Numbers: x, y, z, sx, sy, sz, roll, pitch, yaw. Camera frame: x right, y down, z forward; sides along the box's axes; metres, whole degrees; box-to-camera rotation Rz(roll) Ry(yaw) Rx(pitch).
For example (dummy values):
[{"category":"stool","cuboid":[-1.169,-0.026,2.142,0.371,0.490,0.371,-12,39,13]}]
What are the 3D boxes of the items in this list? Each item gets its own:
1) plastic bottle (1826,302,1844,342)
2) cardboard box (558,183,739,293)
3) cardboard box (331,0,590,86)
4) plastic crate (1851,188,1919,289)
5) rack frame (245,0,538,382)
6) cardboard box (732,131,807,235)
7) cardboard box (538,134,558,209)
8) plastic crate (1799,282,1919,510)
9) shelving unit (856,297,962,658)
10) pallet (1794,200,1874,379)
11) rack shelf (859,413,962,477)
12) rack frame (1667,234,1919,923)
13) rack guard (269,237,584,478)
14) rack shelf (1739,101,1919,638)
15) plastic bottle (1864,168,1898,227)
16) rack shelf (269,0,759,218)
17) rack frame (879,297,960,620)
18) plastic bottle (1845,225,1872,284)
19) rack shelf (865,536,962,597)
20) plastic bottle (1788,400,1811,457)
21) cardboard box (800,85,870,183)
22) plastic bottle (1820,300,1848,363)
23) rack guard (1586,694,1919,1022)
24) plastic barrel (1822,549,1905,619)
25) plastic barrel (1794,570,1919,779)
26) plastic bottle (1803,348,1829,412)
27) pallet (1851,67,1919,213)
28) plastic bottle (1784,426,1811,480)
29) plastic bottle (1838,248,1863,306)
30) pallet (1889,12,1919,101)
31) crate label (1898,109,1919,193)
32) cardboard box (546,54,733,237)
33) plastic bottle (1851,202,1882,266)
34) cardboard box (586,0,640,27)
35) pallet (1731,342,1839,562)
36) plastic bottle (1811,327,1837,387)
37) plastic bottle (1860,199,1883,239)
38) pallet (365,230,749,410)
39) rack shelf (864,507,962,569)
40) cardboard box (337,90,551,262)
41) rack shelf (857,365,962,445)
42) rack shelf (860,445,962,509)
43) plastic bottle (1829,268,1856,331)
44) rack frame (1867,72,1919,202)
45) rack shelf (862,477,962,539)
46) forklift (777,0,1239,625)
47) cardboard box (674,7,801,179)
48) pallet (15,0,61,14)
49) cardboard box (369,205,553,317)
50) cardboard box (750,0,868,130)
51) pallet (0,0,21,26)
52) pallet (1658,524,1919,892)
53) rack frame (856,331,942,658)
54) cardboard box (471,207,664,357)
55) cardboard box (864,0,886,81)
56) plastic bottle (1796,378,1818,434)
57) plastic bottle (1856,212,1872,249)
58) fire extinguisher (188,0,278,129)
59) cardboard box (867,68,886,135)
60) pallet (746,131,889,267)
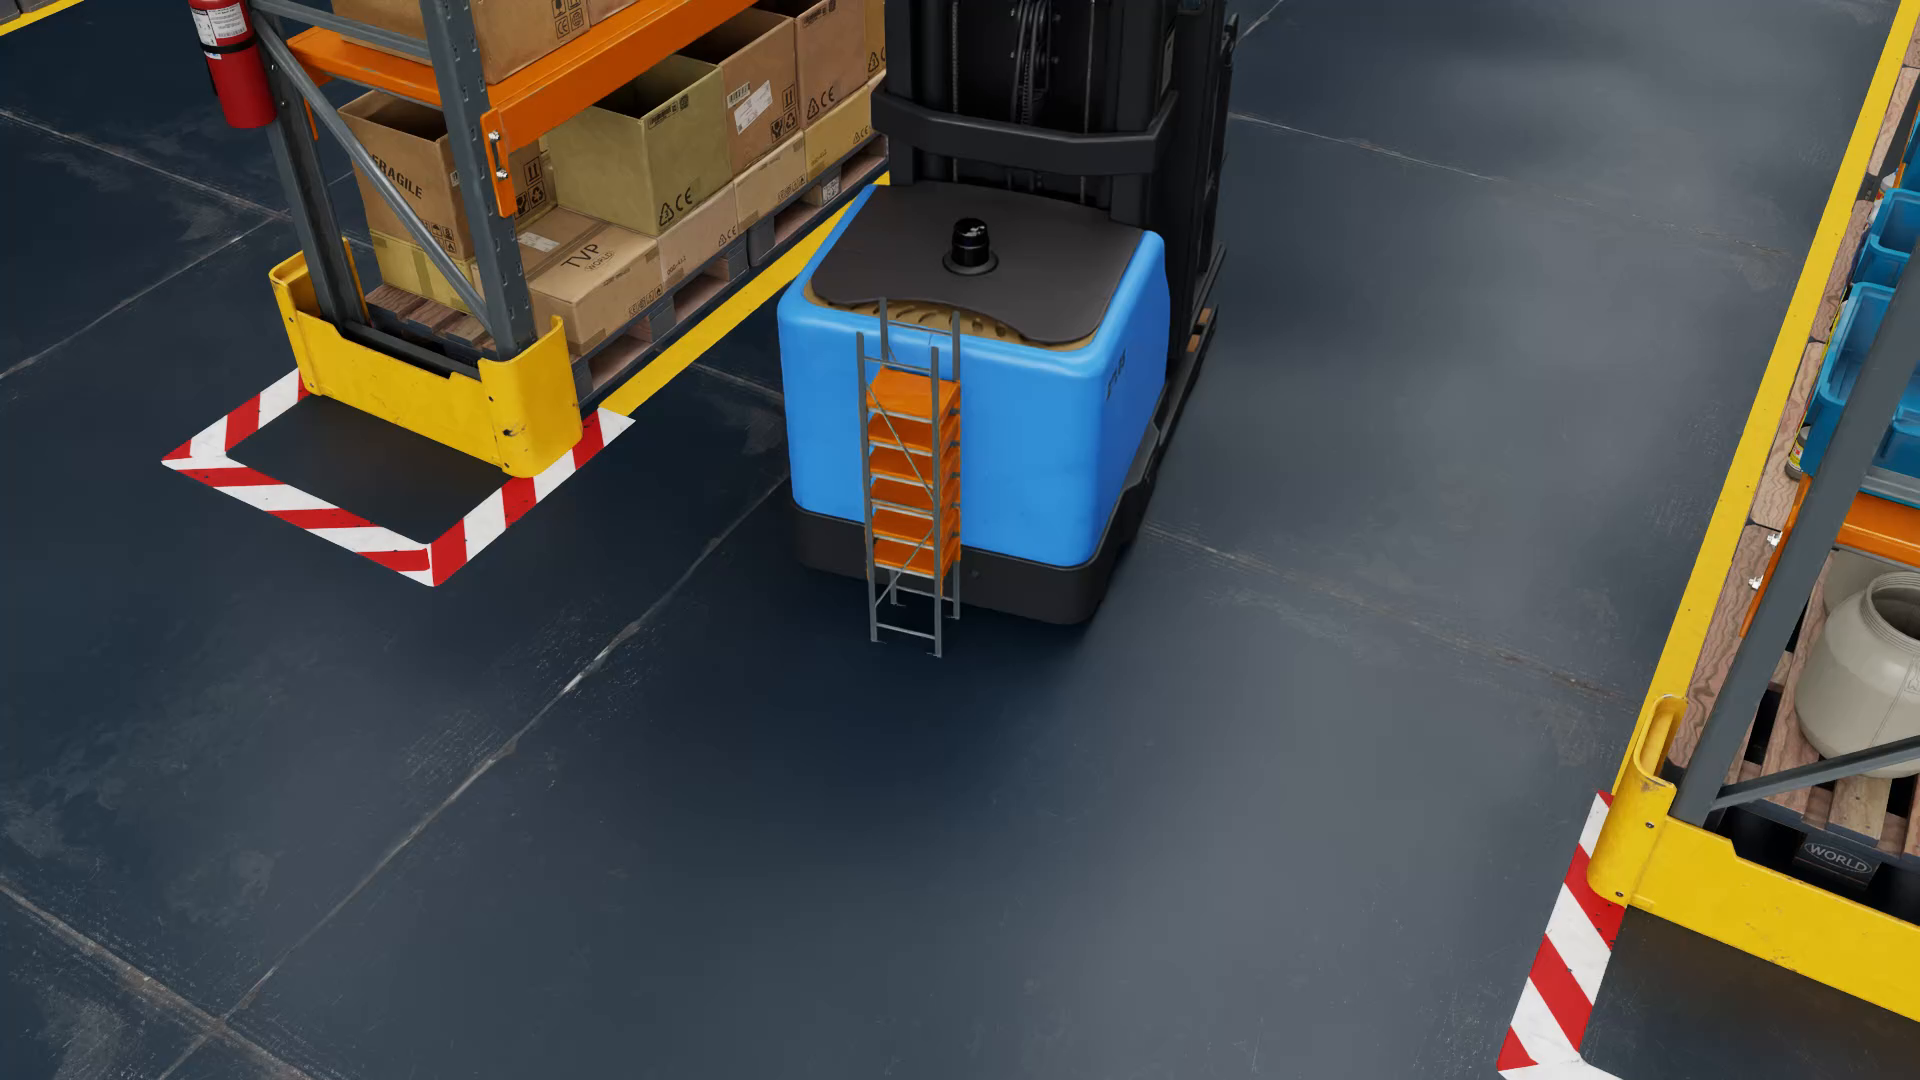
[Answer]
[{"category":"plastic bottle","cuboid":[3.311,-0.815,6.190,0.097,0.201,0.097,0,41,0]},{"category":"cardboard box","cuboid":[-1.250,-1.285,6.702,0.500,0.250,0.500,21,45,22]},{"category":"cardboard box","cuboid":[-1.713,-1.939,5.607,0.700,0.500,0.500,21,45,22]},{"category":"plastic crate","cuboid":[2.650,-0.698,4.385,0.499,0.251,0.408,21,45,22]},{"category":"rack frame","cuboid":[-1.958,-1.639,5.341,1.000,3.000,0.127,21,45,22]},{"category":"cardboard box","cuboid":[-0.999,-1.571,7.027,0.500,0.250,0.500,21,45,22]},{"category":"cardboard box","cuboid":[-1.705,-1.459,6.900,0.500,0.250,0.500,21,45,22]},{"category":"plastic crate","cuboid":[2.320,-0.328,3.965,0.499,0.251,0.616,21,45,22]},{"category":"shelving unit","cuboid":[-0.144,-0.156,5.019,0.258,1.200,0.189,12,43,14]},{"category":"pallet","cuboid":[3.959,-0.870,6.578,1.003,0.211,1.213,21,45,22]},{"category":"rack shelf","cuboid":[-0.144,-0.303,4.890,0.258,0.103,0.180,12,43,14]},{"category":"rack frame","cuboid":[2.329,0.002,3.478,1.000,3.000,0.127,21,45,22]},{"category":"rack guard","cuboid":[-1.970,-0.687,6.152,1.175,0.500,0.348,21,45,22]},{"category":"rack shelf","cuboid":[3.330,-0.873,5.016,1.077,0.370,4.000,21,45,22]},{"category":"plastic bottle","cuboid":[3.792,-1.391,6.791,0.097,0.271,0.097,0,41,0]},{"category":"rack shelf","cuboid":[-0.957,-2.513,6.878,1.077,0.370,4.000,21,45,22]},{"category":"rack frame","cuboid":[-0.115,-0.213,5.085,0.240,1.200,0.006,12,43,14]},{"category":"plastic bottle","cuboid":[3.568,-1.133,6.439,0.144,0.351,0.185,22,46,23]},{"category":"rack shelf","cuboid":[-0.144,0.057,5.207,0.258,0.103,0.180,12,43,14]},{"category":"plastic bottle","cuboid":[2.911,-0.413,5.672,0.061,0.283,0.133,22,46,23]},{"category":"cardboard box","cuboid":[-0.745,-1.855,7.350,0.500,0.250,0.500,21,45,22]},{"category":"plastic bottle","cuboid":[3.260,-0.782,6.040,0.144,0.351,0.185,21,45,22]},{"category":"rack guard","cuboid":[2.326,0.881,4.372,1.175,0.500,0.348,21,45,22]},{"category":"plastic barrel","cuboid":[2.843,0.089,4.944,0.421,0.512,0.421,0,41,0]},{"category":"plastic barrel","cuboid":[2.592,0.376,4.618,0.421,0.512,0.421,0,41,0]},{"category":"plastic bottle","cuboid":[3.088,-0.552,5.835,0.152,0.276,0.135,20,45,21]},{"category":"pallet","cuboid":[4.690,-1.703,7.524,1.003,0.211,1.213,21,45,22]},{"category":"plastic bottle","cuboid":[2.869,-0.309,5.616,0.097,0.201,0.097,0,41,0]},{"category":"plastic bottle","cuboid":[3.473,-1.025,6.316,0.144,0.351,0.185,19,45,20]},{"category":"pallet","cuboid":[5.300,-2.404,8.320,1.003,0.211,1.213,21,45,22]},{"category":"crate label","cuboid":[3.016,-1.154,4.764,0.502,0.435,0.616,21,45,22]},{"category":"cardboard box","cuboid":[-1.248,-1.566,6.454,0.500,0.500,0.500,21,45,22]},{"category":"plastic bottle","cuboid":[3.654,-1.199,6.569,0.152,0.276,0.135,23,46,24]},{"category":"cardboard box","cuboid":[-1.454,-2.241,5.950,0.700,0.500,0.500,22,46,23]},{"category":"pallet","cuboid":[3.349,-0.169,5.783,1.003,0.211,1.213,21,45,22]},{"category":"plastic bottle","cuboid":[3.167,-0.676,5.919,0.144,0.351,0.185,23,46,24]},{"category":"plastic bottle","cuboid":[3.741,-1.307,6.748,0.097,0.201,0.097,0,41,0]},{"category":"pallet","cuboid":[-1.611,-1.044,6.775,1.003,0.211,1.213,21,45,22]},{"category":"rack shelf","cuboid":[-0.144,-0.033,5.128,0.258,0.103,0.180,12,43,14]},{"category":"cardboard box","cuboid":[-1.947,-1.451,6.323,0.500,0.500,0.500,21,45,22]},{"category":"rack shelf","cuboid":[-0.144,-0.393,4.811,0.258,0.103,0.180,12,43,14]},{"category":"rack shelf","cuboid":[-0.144,-0.213,4.969,0.258,0.103,0.180,12,43,14]},{"category":"plastic bottle","cuboid":[3.354,-0.919,6.247,0.061,0.283,0.133,23,46,24]},{"category":"rack frame","cuboid":[4.331,-2.287,6.077,1.000,3.000,0.127,21,45,22]},{"category":"rack shelf","cuboid":[-0.144,-0.123,5.049,0.258,0.103,0.180,12,43,14]},{"category":"forklift","cuboid":[0.386,-1.814,5.592,1.130,2.935,3.031,12,43,14]},{"category":"cardboard box","cuboid":[-1.009,-1.856,6.783,0.500,0.500,0.500,21,45,22]},{"category":"pallet","cuboid":[-5.162,-3.420,9.474,1.003,0.211,1.213,21,45,22]},{"category":"cardboard box","cuboid":[-1.945,-1.169,6.570,0.500,0.250,0.500,21,45,22]},{"category":"cardboard box","cuboid":[-0.744,-2.136,7.102,0.500,0.500,0.500,21,45,22]},{"category":"pallet","cuboid":[-5.773,-2.725,8.685,1.003,0.211,1.213,21,45,22]},{"category":"pallet","cuboid":[2.738,0.526,4.993,1.003,0.211,1.213,21,45,22]},{"category":"rack frame","cuboid":[-0.173,-0.099,4.954,0.240,1.200,0.006,12,43,14]},{"category":"cardboard box","cuboid":[-1.497,-0.998,6.376,0.500,0.250,0.500,21,45,22]},{"category":"cardboard box","cuboid":[-0.506,-2.427,7.432,0.500,0.500,0.500,21,45,22]},{"category":"plastic bottle","cuboid":[3.018,-0.472,5.745,0.152,0.276,0.135,21,46,22]},{"category":"plastic bottle","cuboid":[3.690,-1.248,6.682,0.097,0.201,0.097,0,41,0]},{"category":"fire extinguisher","cuboid":[-2.419,-1.696,5.464,0.296,0.674,0.183,21,45,22]},{"category":"cardboard box","cuboid":[-0.495,-2.142,7.675,0.500,0.250,0.500,21,45,22]},{"category":"pallet","cuboid":[-1.000,-1.739,7.565,1.003,0.211,1.213,21,45,22]}]
